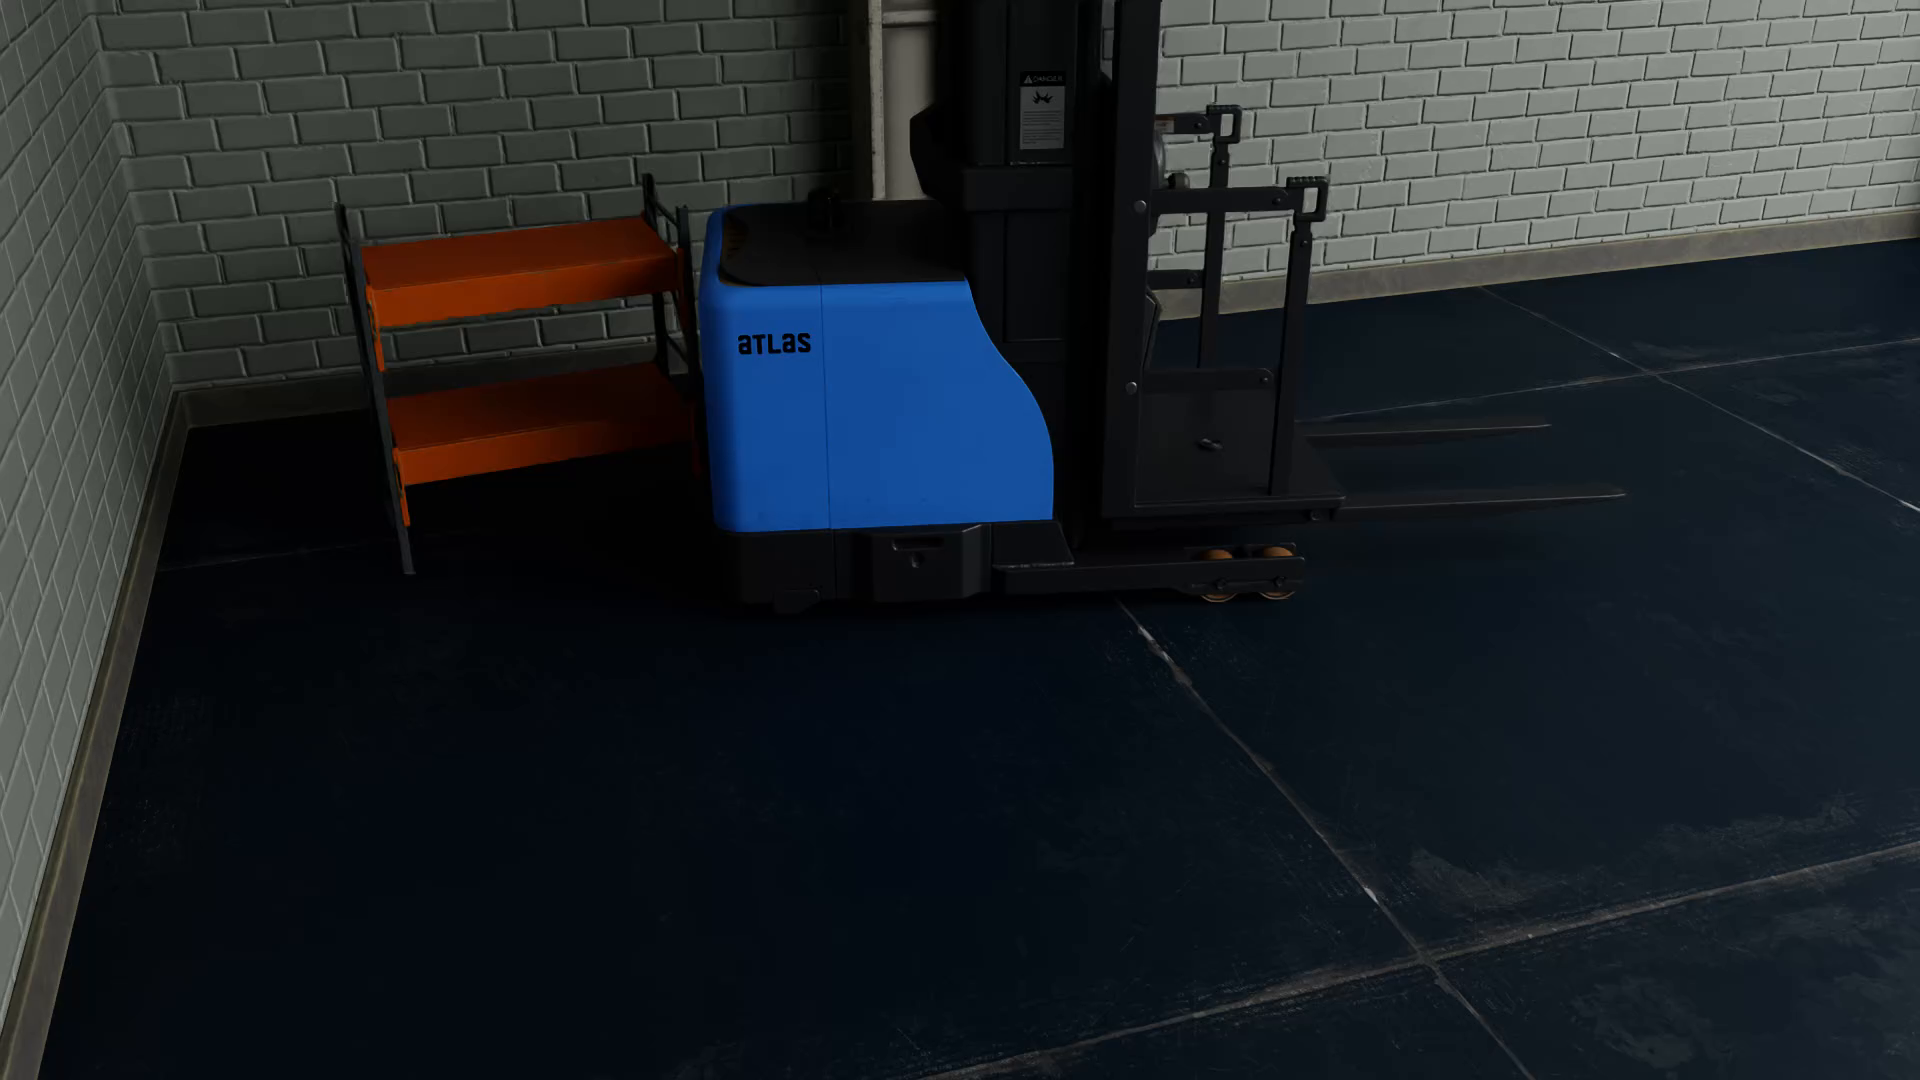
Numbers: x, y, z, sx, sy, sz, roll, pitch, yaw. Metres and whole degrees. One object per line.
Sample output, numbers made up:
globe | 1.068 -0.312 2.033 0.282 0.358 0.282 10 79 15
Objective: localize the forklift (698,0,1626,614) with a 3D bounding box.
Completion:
forklift | 0.688 -1.344 5.161 3.031 2.935 1.130 -3 27 -5

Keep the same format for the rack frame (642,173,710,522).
rack frame | -0.995 -0.671 5.837 0.032 1.125 0.500 -11 28 -21

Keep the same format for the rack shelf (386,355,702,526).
rack shelf | -1.461 -0.362 5.764 1.000 0.278 0.538 -11 28 -21

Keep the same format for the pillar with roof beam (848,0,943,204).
pillar with roof beam | 1.111 -3.016 1.706 0.400 9.000 9.100 -8 28 -16

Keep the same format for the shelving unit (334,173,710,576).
shelving unit | -1.461 -0.581 5.655 1.048 1.125 0.538 -11 28 -21

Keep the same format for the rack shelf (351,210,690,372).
rack shelf | -1.461 -0.843 5.525 1.000 0.278 0.538 -11 28 -21

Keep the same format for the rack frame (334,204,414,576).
rack frame | -1.927 -0.490 5.473 0.032 1.125 0.500 -11 28 -21
